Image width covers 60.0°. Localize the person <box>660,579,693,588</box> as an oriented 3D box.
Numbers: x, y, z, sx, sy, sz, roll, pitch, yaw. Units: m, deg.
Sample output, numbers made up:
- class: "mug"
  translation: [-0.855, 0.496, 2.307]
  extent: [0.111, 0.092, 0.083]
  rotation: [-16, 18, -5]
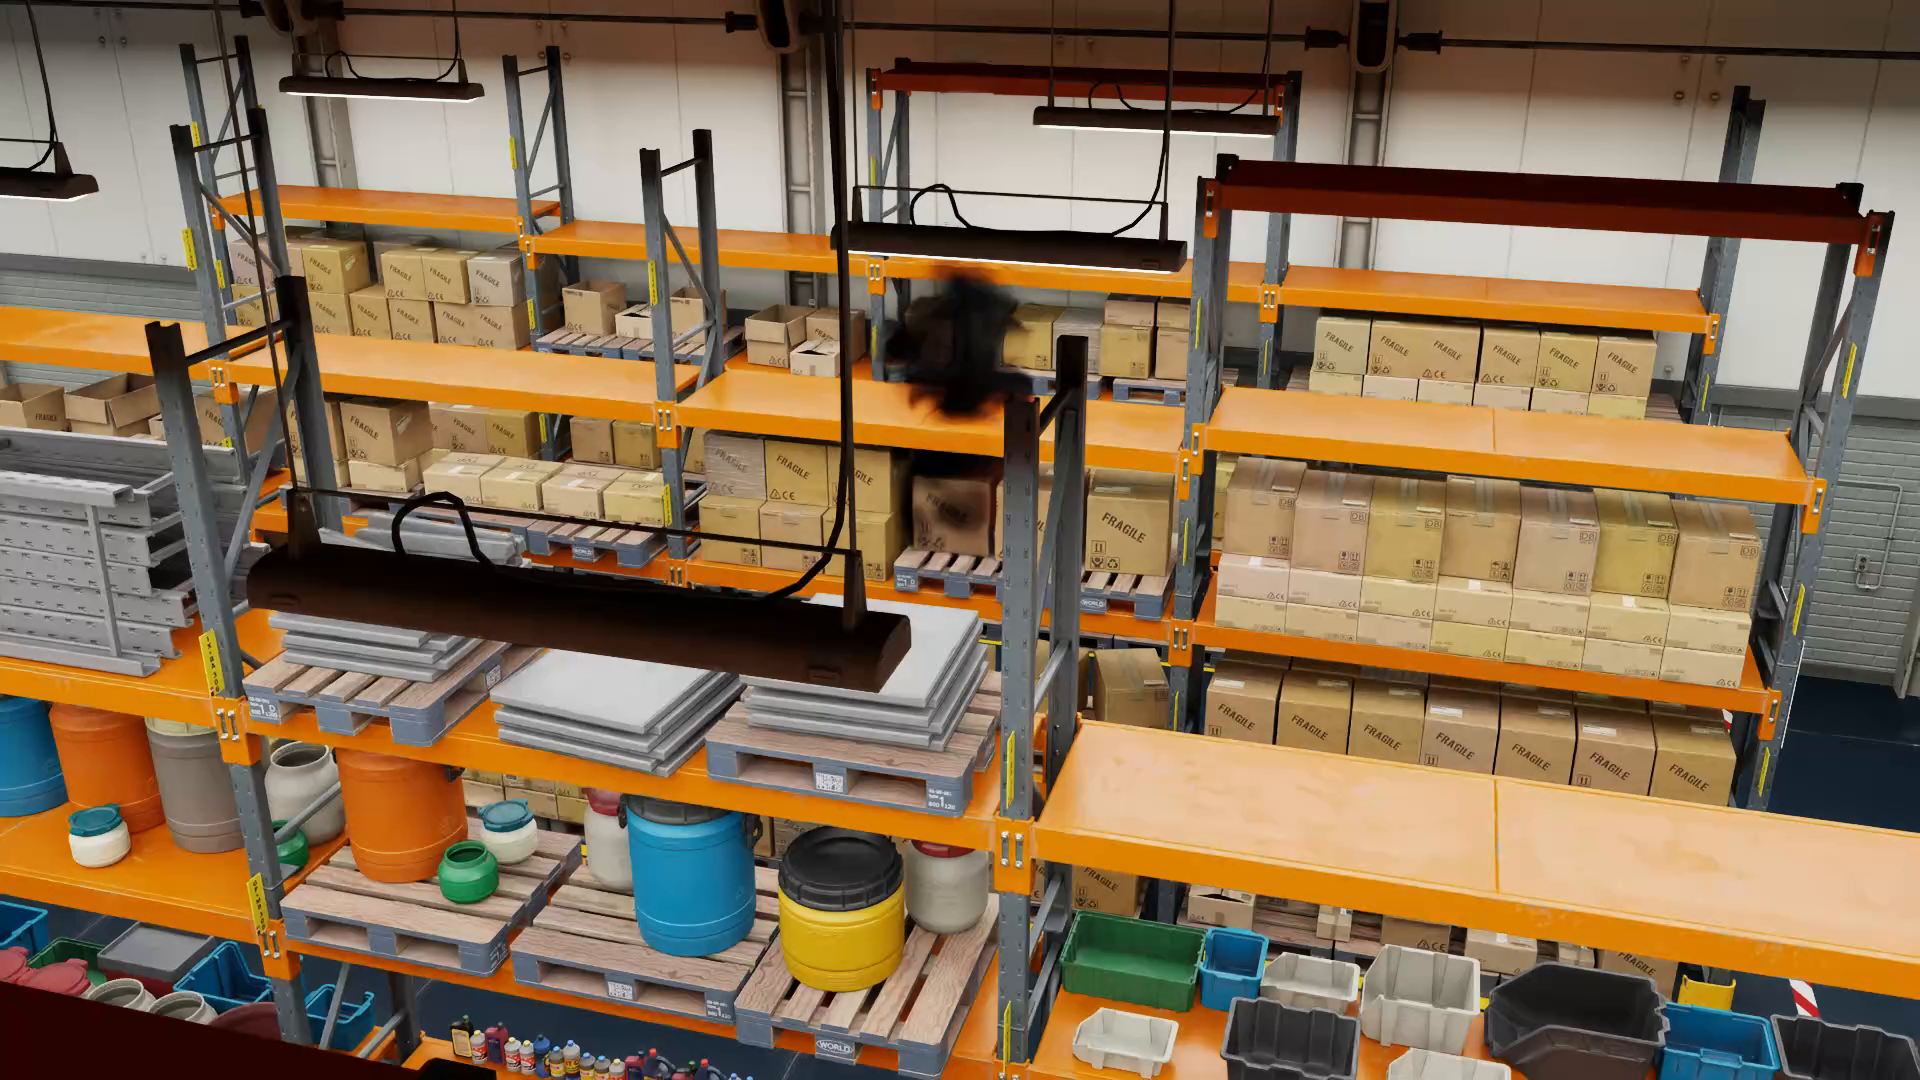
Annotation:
- class: "person"
  translation: [-2.821, 0.923, 16.299]
  extent: [0.622, 1.726, 0.659]
  rotation: [5, 23, 11]
